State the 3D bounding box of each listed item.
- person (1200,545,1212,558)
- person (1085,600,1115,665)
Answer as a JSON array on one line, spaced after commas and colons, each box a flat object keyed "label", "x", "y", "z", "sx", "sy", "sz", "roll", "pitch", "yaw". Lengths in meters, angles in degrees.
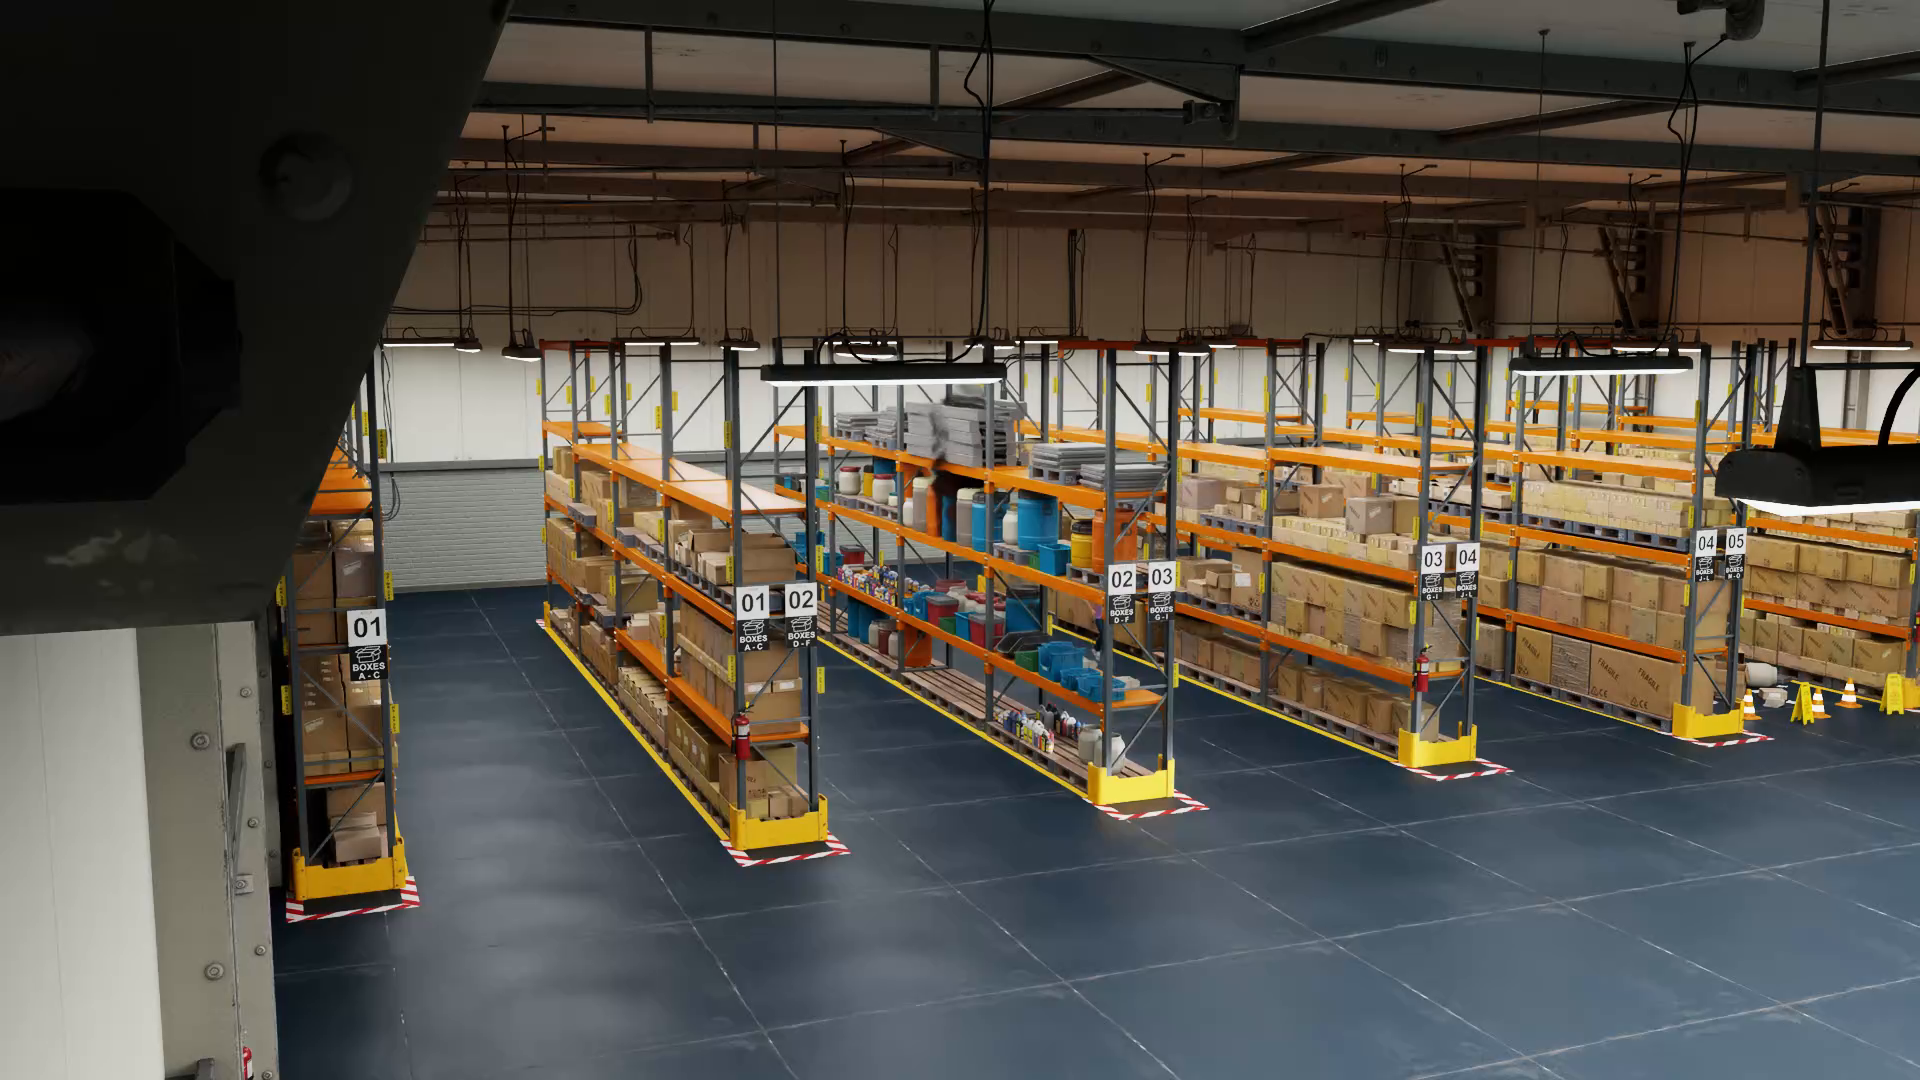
[{"label": "person", "x": 6.125, "y": 0.072, "z": 41.554, "sx": 0.597, "sy": 1.714, "sz": 0.708, "roll": 2, "pitch": 8, "yaw": 17}, {"label": "person", "x": 2.548, "y": 1.405, "z": 29.570, "sx": 0.542, "sy": 1.587, "sz": 0.821, "roll": -4, "pitch": 8, "yaw": -27}]
